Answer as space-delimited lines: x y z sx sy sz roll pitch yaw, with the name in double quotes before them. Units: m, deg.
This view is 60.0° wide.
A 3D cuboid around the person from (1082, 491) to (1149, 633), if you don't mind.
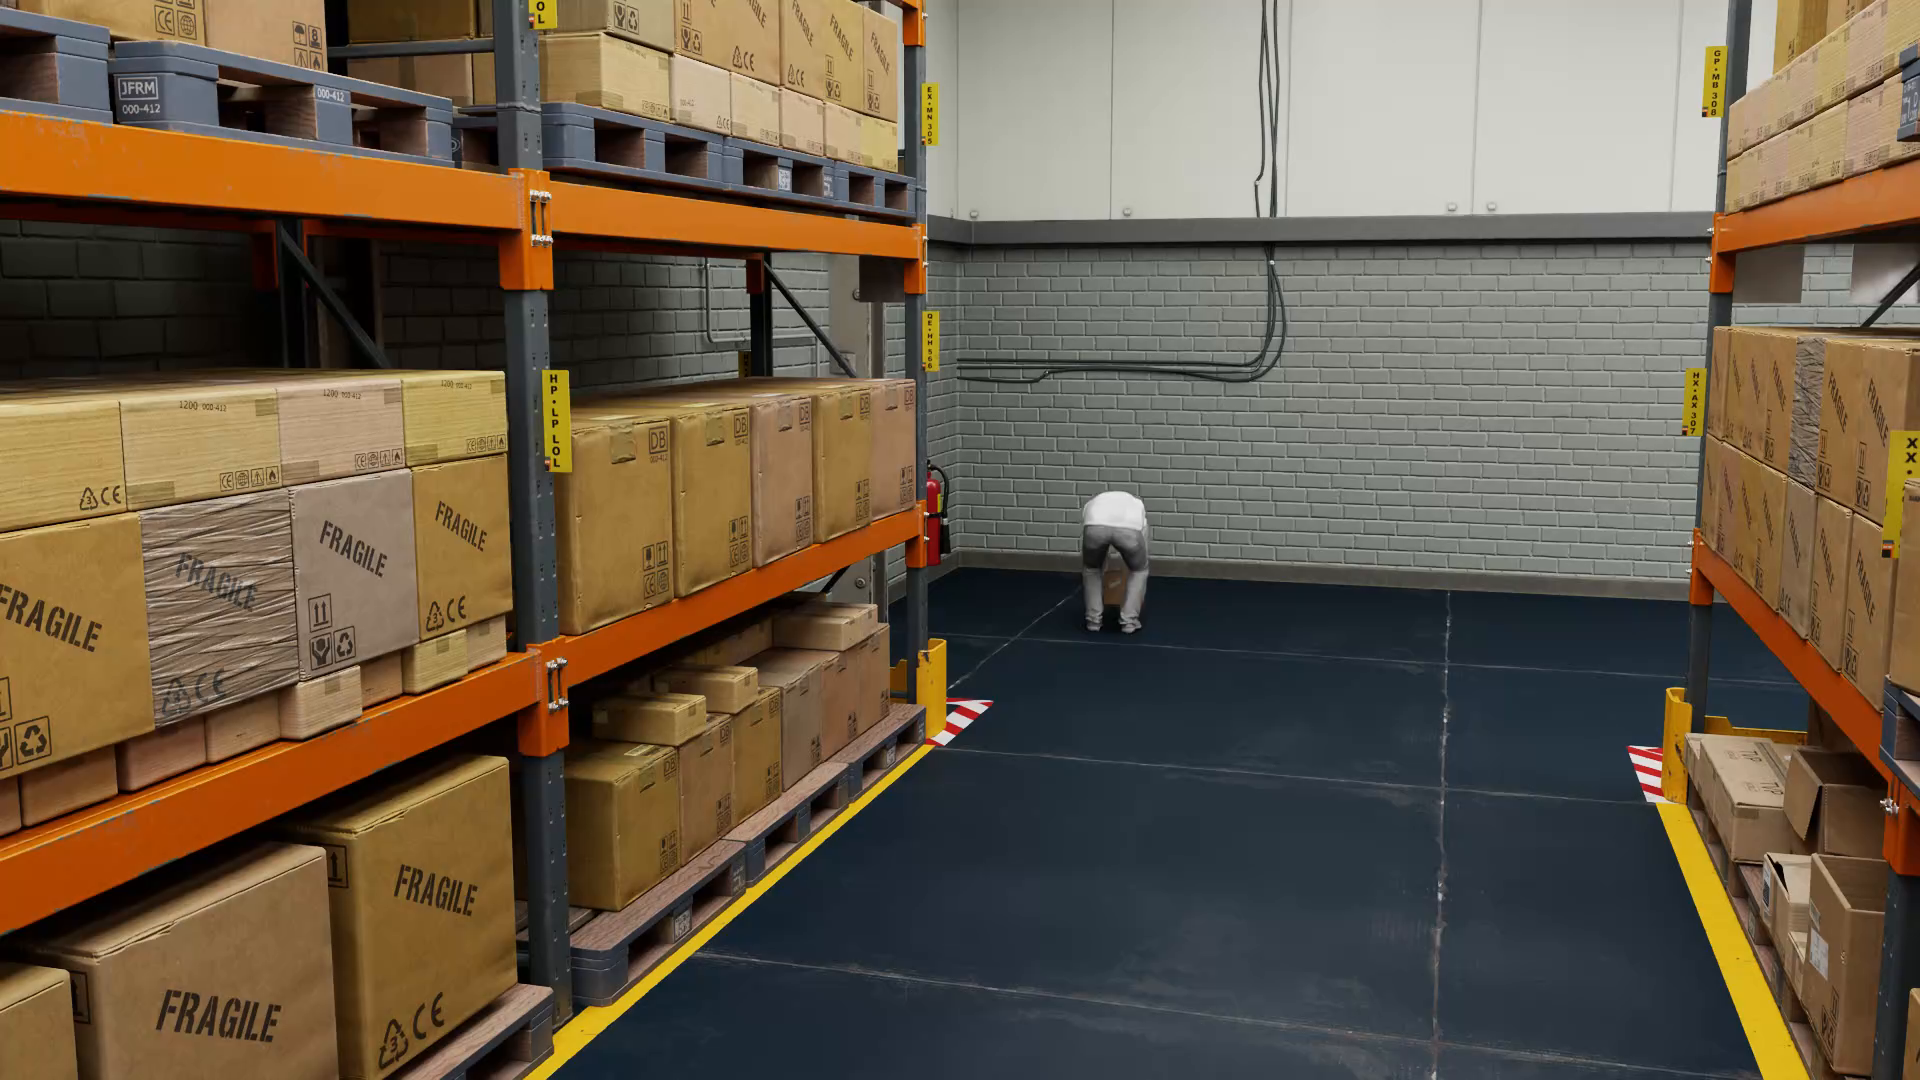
"person" 1.179 0.125 12.464 0.500 1.028 1.002 2 8 13
